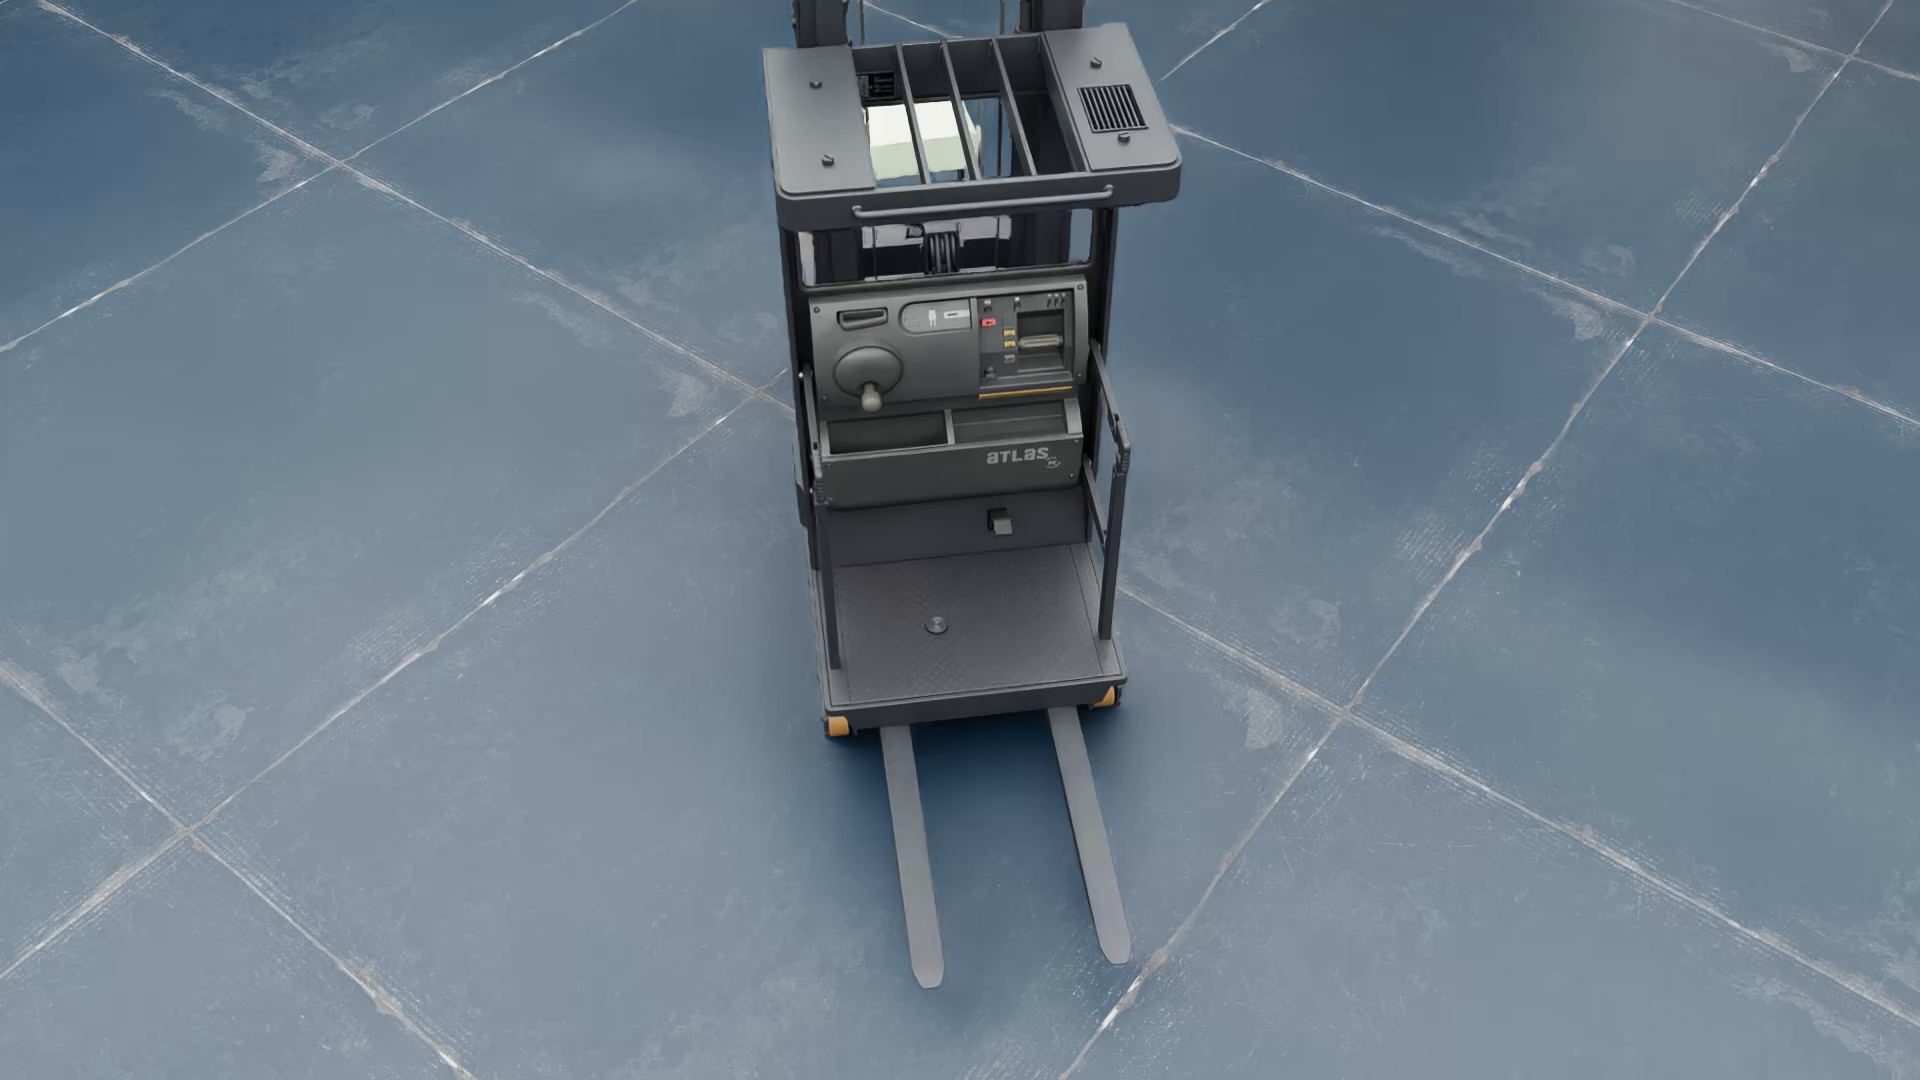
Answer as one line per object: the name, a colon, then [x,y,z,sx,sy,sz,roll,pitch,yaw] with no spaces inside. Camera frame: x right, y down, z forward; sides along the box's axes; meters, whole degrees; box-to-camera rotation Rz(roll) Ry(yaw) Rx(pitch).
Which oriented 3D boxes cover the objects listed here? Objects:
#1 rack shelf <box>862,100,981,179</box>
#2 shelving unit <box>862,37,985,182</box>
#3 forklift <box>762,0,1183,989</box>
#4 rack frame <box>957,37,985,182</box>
rack shelf: [-0.313,-1.612,6.876,0.720,0.370,0.431,-9,47,-9]
shelving unit: [-0.313,-1.341,7.158,0.755,1.500,0.431,-9,47,-9]
forklift: [0.001,-0.558,5.421,1.130,2.935,3.031,-6,47,-6]
rack frame: [0.044,-1.400,7.214,0.023,1.500,0.400,-9,47,-9]
